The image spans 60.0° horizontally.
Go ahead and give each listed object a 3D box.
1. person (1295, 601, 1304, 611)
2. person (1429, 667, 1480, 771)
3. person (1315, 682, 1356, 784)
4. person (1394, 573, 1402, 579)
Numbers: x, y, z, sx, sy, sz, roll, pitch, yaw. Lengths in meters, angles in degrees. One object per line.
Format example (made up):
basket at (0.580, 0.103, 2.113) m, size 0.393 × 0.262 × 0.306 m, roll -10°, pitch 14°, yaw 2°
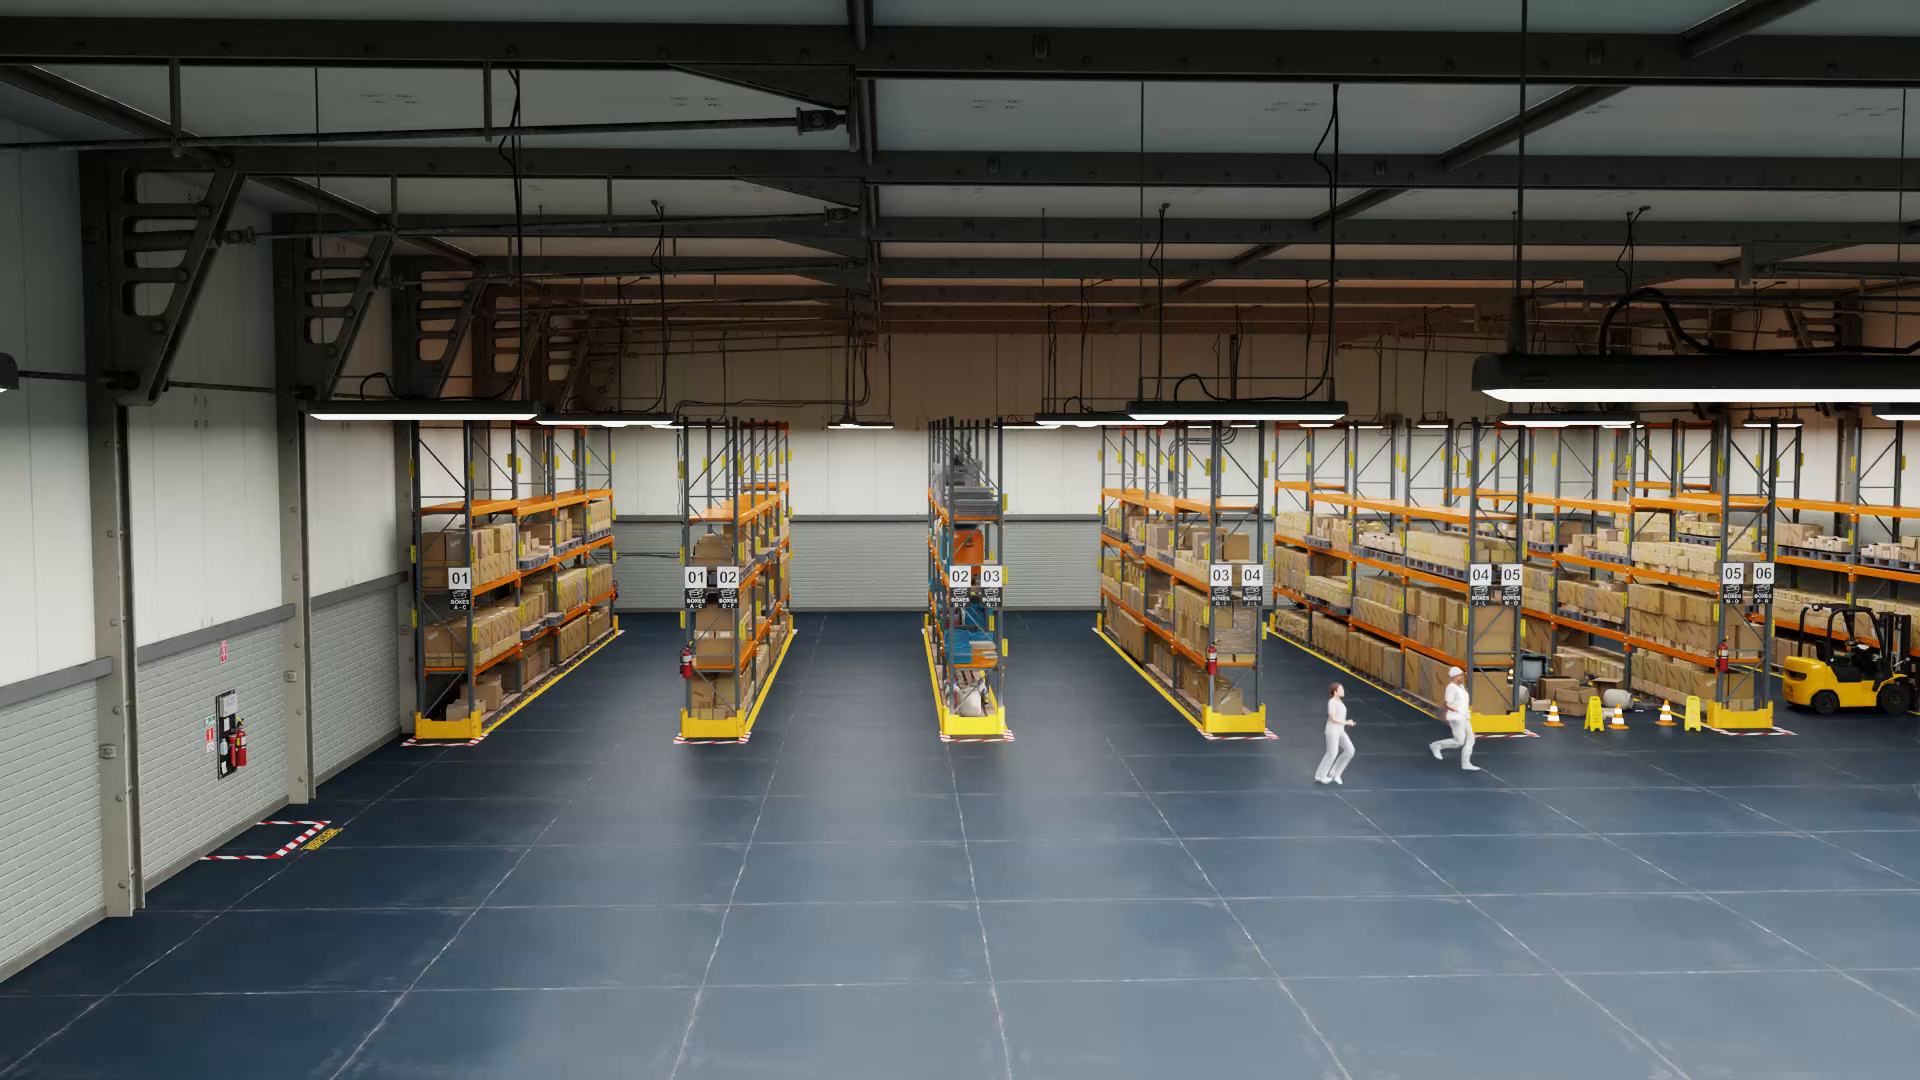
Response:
person at (10.086, 1.776, 49.097) m, size 0.518 × 1.519 × 0.749 m, roll 2°, pitch 4°, yaw 33°
person at (8.413, 3.017, 28.190) m, size 0.837 × 1.744 × 0.696 m, roll 2°, pitch 4°, yaw 32°
person at (6.115, 3.142, 26.969) m, size 0.681 × 1.688 × 0.582 m, roll 2°, pitch 4°, yaw 31°
person at (12.933, 1.655, 49.315) m, size 0.687 × 1.726 × 0.765 m, roll 0°, pitch 4°, yaw 0°
